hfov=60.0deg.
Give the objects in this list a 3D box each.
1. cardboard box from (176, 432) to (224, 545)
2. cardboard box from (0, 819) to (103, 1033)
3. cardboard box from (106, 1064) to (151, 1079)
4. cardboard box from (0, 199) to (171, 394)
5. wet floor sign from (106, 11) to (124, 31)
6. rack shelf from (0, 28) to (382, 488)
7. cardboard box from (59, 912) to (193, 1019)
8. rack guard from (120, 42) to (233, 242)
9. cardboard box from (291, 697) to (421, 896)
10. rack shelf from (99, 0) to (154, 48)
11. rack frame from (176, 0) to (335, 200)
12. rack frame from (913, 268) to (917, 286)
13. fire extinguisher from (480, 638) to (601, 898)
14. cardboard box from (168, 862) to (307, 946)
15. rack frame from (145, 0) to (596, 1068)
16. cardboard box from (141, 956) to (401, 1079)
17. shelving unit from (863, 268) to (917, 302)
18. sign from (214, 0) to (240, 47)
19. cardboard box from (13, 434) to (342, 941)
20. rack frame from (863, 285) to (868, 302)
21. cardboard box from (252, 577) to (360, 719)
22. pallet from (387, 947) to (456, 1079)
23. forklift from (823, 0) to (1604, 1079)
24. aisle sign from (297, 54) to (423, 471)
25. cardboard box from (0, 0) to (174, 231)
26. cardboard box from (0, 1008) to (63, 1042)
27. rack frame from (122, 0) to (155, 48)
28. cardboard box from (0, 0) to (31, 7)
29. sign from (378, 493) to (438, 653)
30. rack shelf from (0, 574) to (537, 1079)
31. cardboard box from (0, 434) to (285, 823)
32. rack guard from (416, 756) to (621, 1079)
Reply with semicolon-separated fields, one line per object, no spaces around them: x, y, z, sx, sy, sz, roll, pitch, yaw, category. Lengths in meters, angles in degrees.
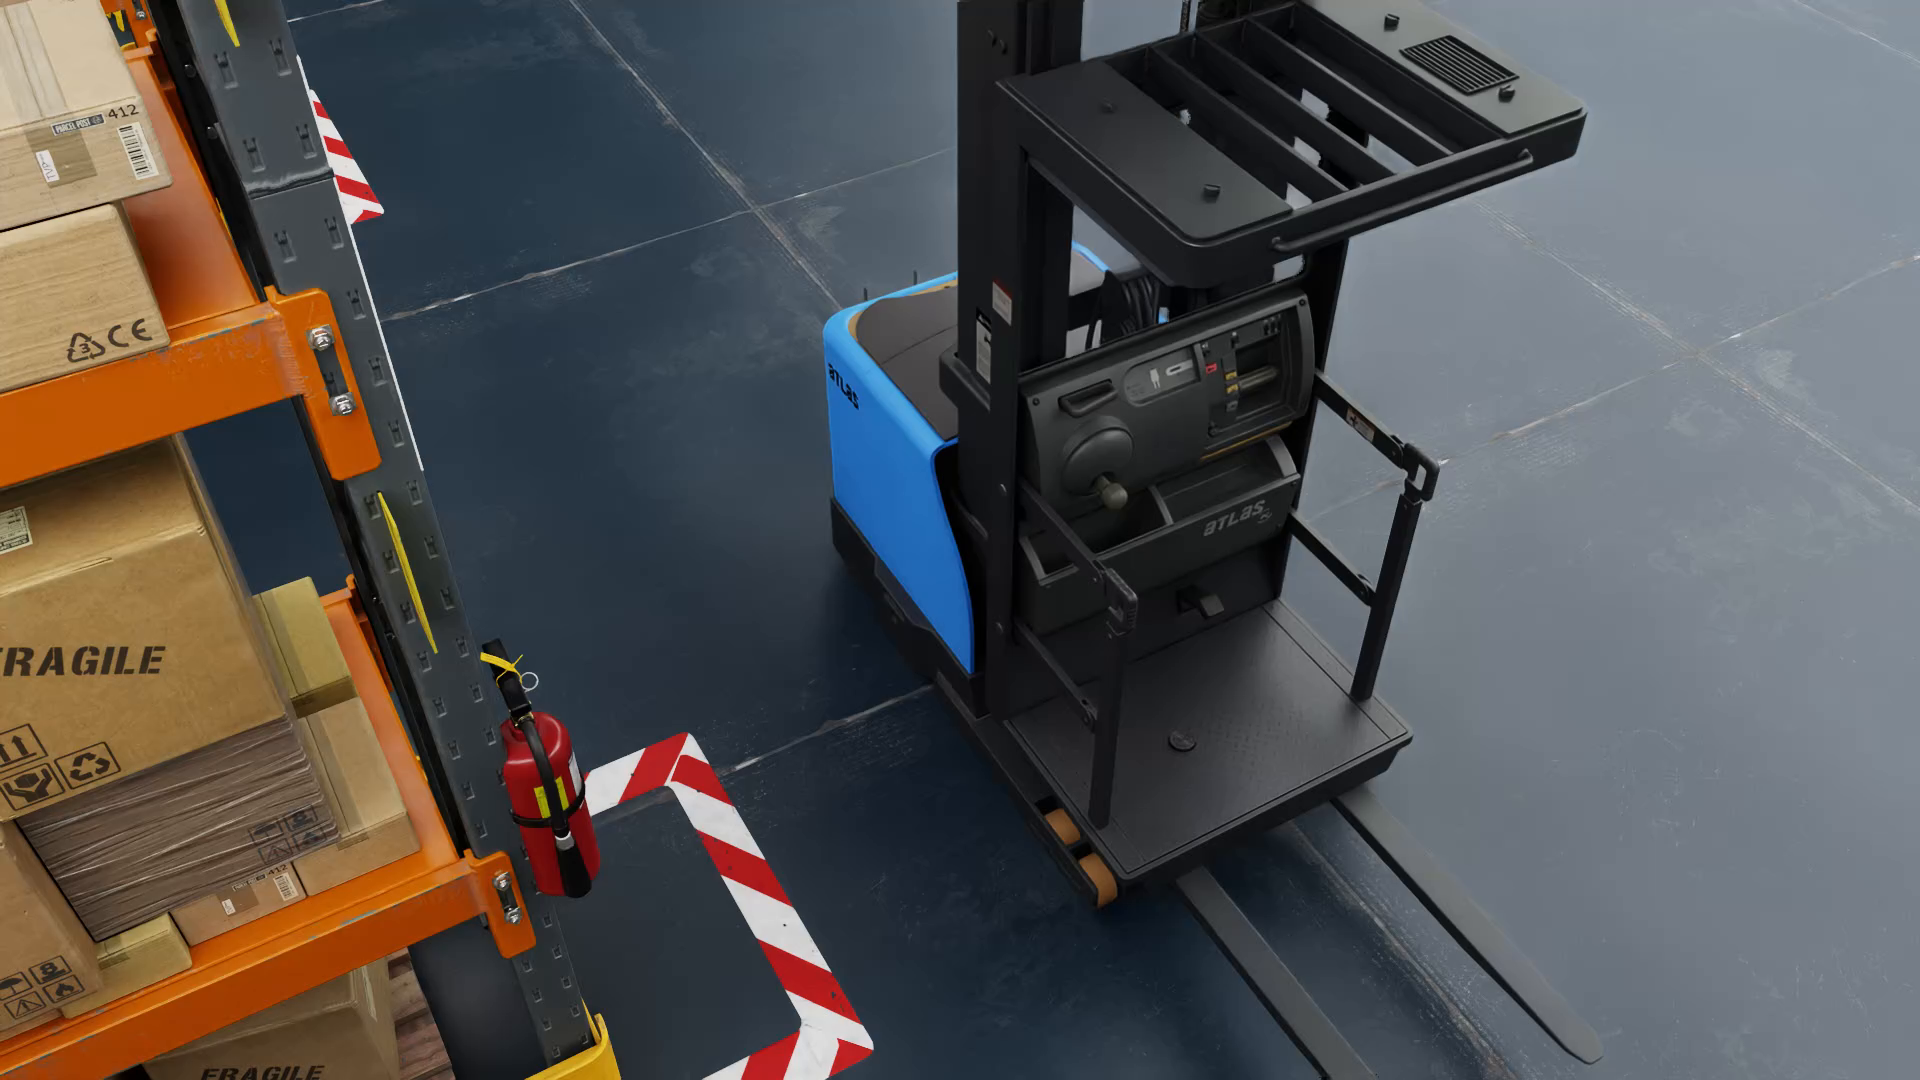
-1.858;-0.226;3.325;0.500;0.500;0.500;-22;48;-21;cardboard box
-2.110;0.527;3.268;0.500;0.500;0.875;-22;48;-21;cardboard box
-2.296;1.431;4.115;0.500;0.500;0.500;-10;45;-10;cardboard box
-1.537;-0.452;2.516;0.500;0.250;0.500;-21;48;-20;cardboard box
-4.590;-3.141;9.024;0.232;0.644;0.267;-30;52;-27;wet floor sign
-2.979;0.125;2.330;4.000;0.370;1.077;-22;48;-21;rack shelf
-1.798;0.768;3.486;0.250;0.149;0.380;-22;48;-21;cardboard box
-3.608;-1.892;7.840;0.348;0.500;1.175;-22;48;-21;rack guard
-1.390;0.563;3.696;0.250;0.149;0.380;-22;48;-21;cardboard box
-5.363;-1.828;6.497;4.000;0.370;1.077;-22;48;-21;rack shelf
-1.245;-1.903;1.750;0.127;3.000;1.000;-22;48;-21;rack frame
-0.105;-0.581;6.202;0.006;0.900;0.240;-23;49;-22;rack frame
-0.916;0.516;3.620;0.183;0.674;0.296;-22;48;-21;fire extinguisher
-1.607;0.650;3.607;0.250;0.149;0.380;-22;48;-21;cardboard box
-1.245;0.250;3.839;0.127;3.000;1.000;-22;48;-21;rack frame
-1.795;1.203;4.350;0.500;0.500;0.500;-14;46;-14;cardboard box
-0.192;-0.544;6.164;0.210;0.900;0.258;-23;49;-22;shelving unit
-0.986;-0.802;2.133;0.005;0.325;0.100;-22;48;-21;sign
-1.736;0.281;3.521;0.500;0.500;0.875;-22;48;-21;cardboard box
-0.279;-0.508;6.127;0.006;0.900;0.240;-23;49;-22;rack frame
-1.611;0.295;3.973;0.250;0.149;0.380;-22;48;-21;cardboard box
-2.033;1.537;4.514;1.213;0.211;1.003;-22;48;-21;pallet
0.701;-0.298;4.453;1.130;2.935;3.031;-22;48;-21;forklift
-1.042;-0.524;2.769;0.004;0.787;0.394;-22;48;-21;aisle sign
-1.331;-0.631;2.414;0.250;0.149;0.380;-22;48;-21;cardboard box
-2.022;0.845;3.406;0.250;0.149;0.380;-22;48;-21;cardboard box
-3.629;-2.781;6.961;0.127;3.000;1.000;-22;48;-21;rack frame
-1.599;-0.960;2.753;0.250;0.149;0.380;-22;48;-21;cardboard box
-0.986;0.063;2.973;0.005;0.325;0.100;-22;48;-21;sign
-2.979;1.202;3.374;4.000;0.370;1.077;-22;48;-21;rack shelf
-1.599;0.088;3.002;0.500;0.500;0.500;-22;48;-21;cardboard box
-1.311;1.173;4.682;0.348;0.500;1.175;-22;48;-21;rack guard
